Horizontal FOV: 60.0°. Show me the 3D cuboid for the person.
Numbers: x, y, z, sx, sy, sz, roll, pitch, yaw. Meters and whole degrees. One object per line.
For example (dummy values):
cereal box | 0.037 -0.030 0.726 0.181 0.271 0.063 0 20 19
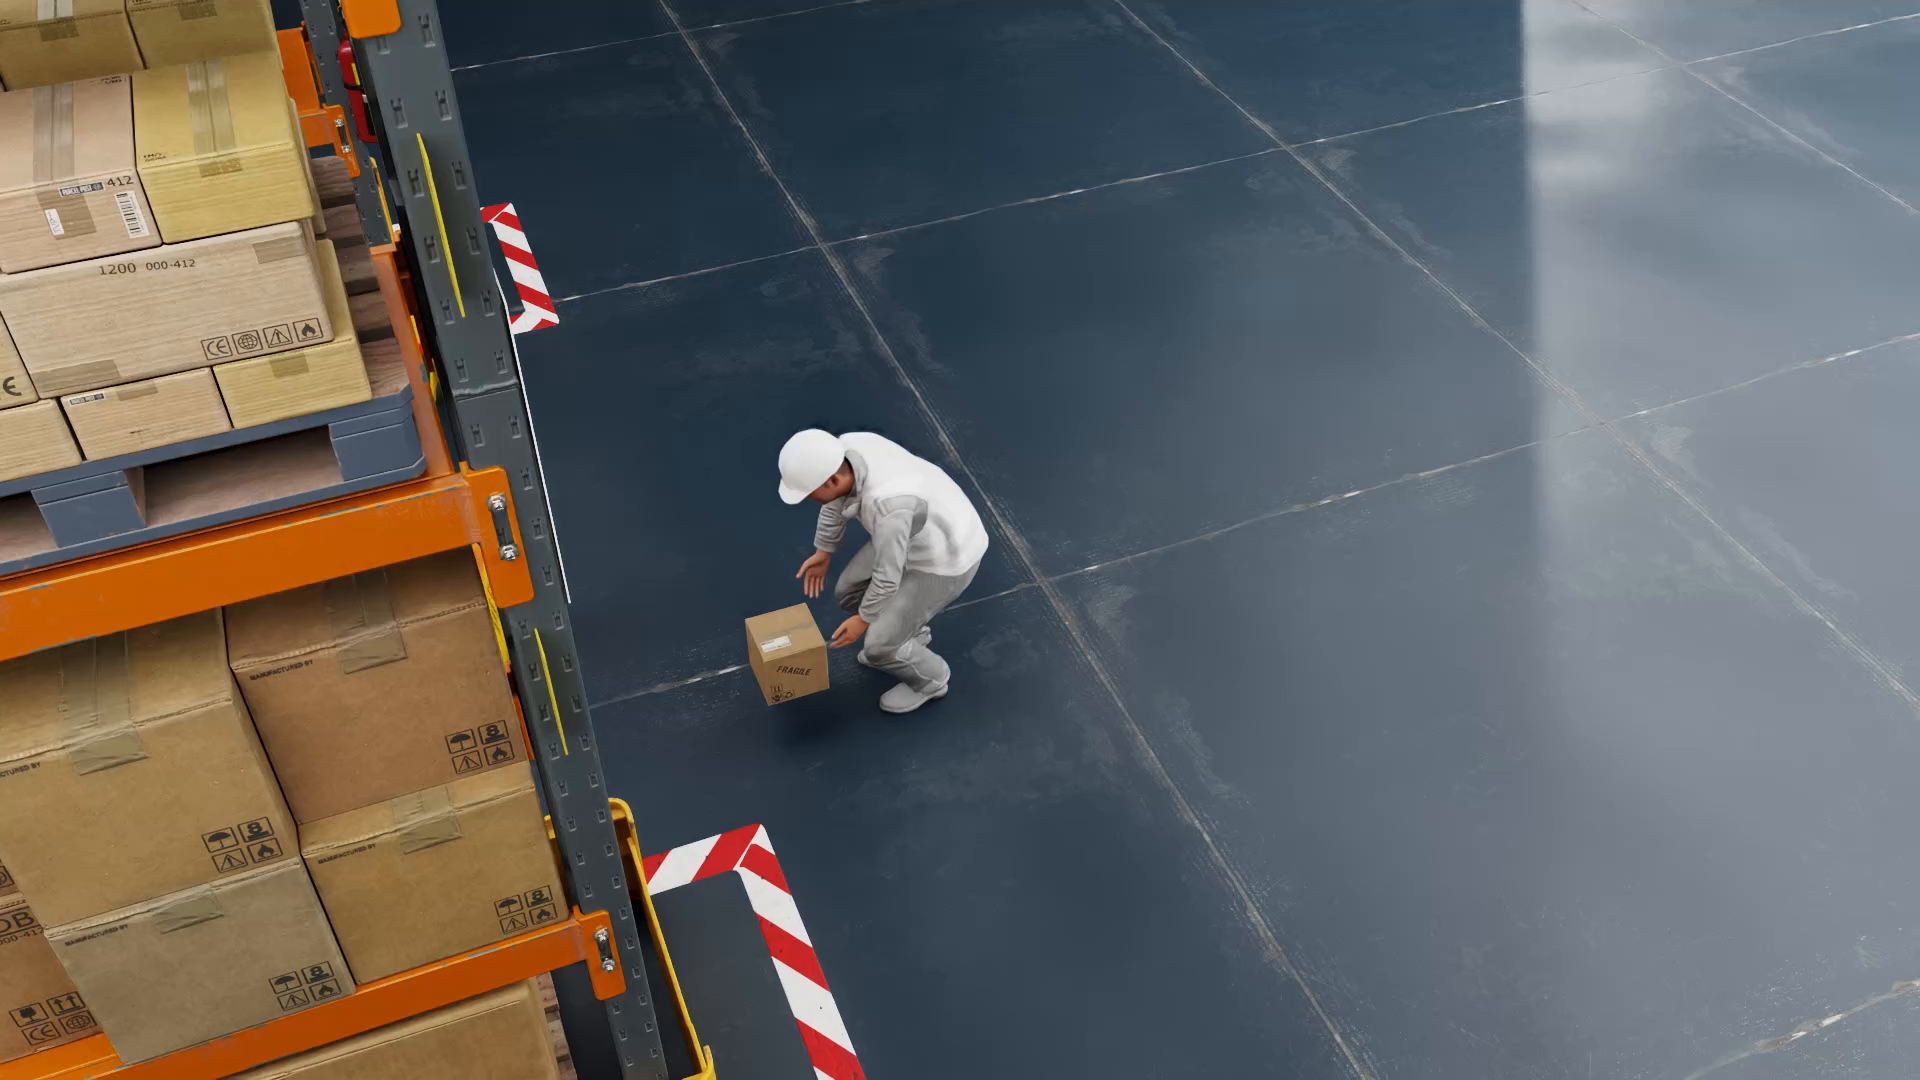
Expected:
person | -0.280 0.084 6.336 0.784 1.392 0.591 -15 44 -17
